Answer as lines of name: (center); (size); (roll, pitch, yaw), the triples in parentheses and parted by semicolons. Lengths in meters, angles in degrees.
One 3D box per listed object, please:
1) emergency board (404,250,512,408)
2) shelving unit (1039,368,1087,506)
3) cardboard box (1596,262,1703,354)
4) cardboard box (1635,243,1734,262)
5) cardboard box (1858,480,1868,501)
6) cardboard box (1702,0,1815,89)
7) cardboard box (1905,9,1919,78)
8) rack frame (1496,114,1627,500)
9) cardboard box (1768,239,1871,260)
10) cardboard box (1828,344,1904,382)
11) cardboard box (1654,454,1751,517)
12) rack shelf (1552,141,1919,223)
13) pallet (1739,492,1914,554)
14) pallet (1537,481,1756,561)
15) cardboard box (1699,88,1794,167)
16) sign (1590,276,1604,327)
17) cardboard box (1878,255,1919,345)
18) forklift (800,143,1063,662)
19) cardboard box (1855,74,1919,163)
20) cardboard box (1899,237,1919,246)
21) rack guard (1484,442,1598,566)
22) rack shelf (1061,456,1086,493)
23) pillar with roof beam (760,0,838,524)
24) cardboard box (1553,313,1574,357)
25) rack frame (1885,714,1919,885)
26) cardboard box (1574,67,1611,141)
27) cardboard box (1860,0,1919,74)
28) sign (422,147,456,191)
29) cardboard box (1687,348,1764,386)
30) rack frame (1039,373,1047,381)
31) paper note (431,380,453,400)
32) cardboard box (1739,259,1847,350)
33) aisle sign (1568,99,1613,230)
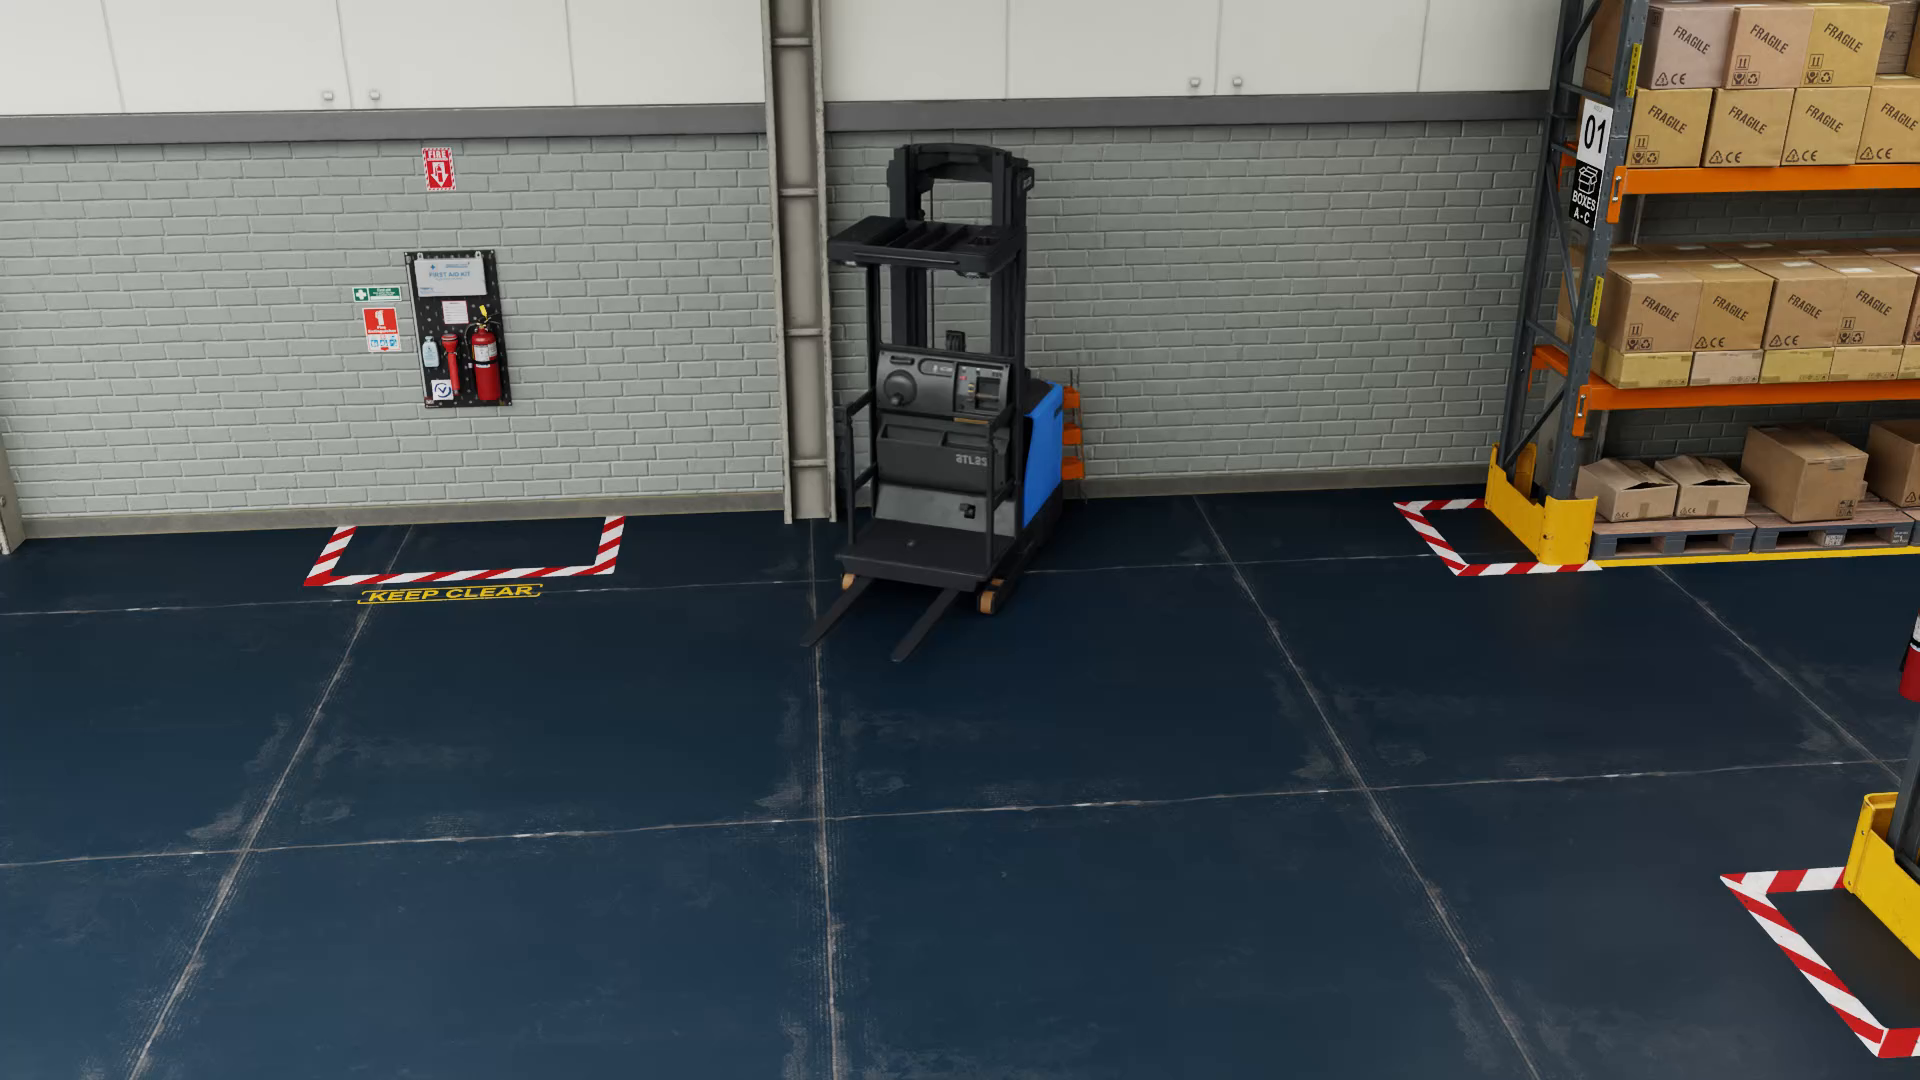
emergency board: (-3.607, -1.481, 11.948); (0.643, 1.169, 0.194); (-2, 24, -5)
shelving unit: (0.790, -0.765, 12.703); (0.252, 1.050, 0.215); (-9, 22, -9)
cardboard box: (4.720, -1.607, 11.468); (0.500, 0.500, 0.500); (-2, 24, -5)
cardboard box: (5.166, -1.830, 11.971); (0.500, 0.500, 0.500); (-2, 24, -4)
cardboard box: (6.603, -0.428, 12.548); (0.250, 0.149, 0.380); (-4, 24, -9)
cardboard box: (5.127, -3.225, 10.801); (0.500, 0.500, 0.500); (-3, 24, -6)
cardboard box: (6.661, -3.287, 10.941); (0.500, 0.500, 0.500); (-3, 24, -7)
rack frame: (4.216, -1.426, 11.825); (0.127, 3.000, 1.000); (-2, 24, -5)
cardboard box: (6.181, -1.872, 12.066); (0.500, 0.500, 0.500); (-2, 24, -4)
cardboard box: (6.259, -1.321, 11.750); (0.500, 0.250, 0.500); (-2, 24, -5)
cardboard box: (5.481, -0.412, 12.313); (0.500, 0.311, 0.500); (0, 24, -1)
rack shelf: (6.206, -2.548, 11.541); (4.000, 0.370, 1.077); (-2, 24, -5)
pallet: (6.315, -0.220, 12.546); (1.213, 0.211, 1.003); (-2, 24, -5)
pallet: (5.103, -0.173, 12.439); (1.213, 0.211, 1.003); (-2, 24, -5)
cardboard box: (5.111, -2.771, 11.010); (0.500, 0.500, 0.500); (-1, 24, -2)
sign: (4.269, -1.602, 11.156); (0.005, 0.325, 0.100); (-2, 24, -5)
cardboard box: (6.758, -1.687, 11.649); (0.500, 0.500, 0.500); (-3, 24, -7)
forklift: (-0.184, -1.023, 11.003); (1.130, 2.935, 3.031); (8, 25, 17)
cardboard box: (6.159, -2.823, 11.127); (0.500, 0.500, 0.500); (-1, 24, -2)
cardboard box: (7.193, -1.915, 12.163); (0.500, 0.500, 0.500); (-2, 24, -5)
rack guard: (4.291, -0.287, 12.339); (0.348, 0.500, 1.175); (-2, 24, -5)
rack shelf: (0.816, -0.498, 12.810); (0.240, 0.259, 0.215); (-9, 22, -9)
pillar with roof beam: (-0.720, -2.565, 7.002); (0.400, 9.000, 9.100); (-2, 24, -5)
cardboard box: (4.662, -1.463, 12.070); (0.500, 0.250, 0.500); (-2, 24, -4)
rack frame: (4.706, 0.576, 7.320); (0.127, 3.000, 1.000); (-2, 24, -5)
cardboard box: (4.606, -2.970, 11.459); (0.500, 0.500, 0.500); (-1, 24, -1)
cardboard box: (6.155, -3.485, 11.386); (0.500, 0.500, 0.500); (-2, 24, -5)
sign: (-3.624, -2.580, 11.567); (0.199, 0.298, 0.001); (-2, 24, -5)
cardboard box: (5.248, -1.284, 11.666); (0.500, 0.250, 0.500); (-3, 24, -7)
rack frame: (0.671, -0.746, 12.684); (0.008, 1.050, 0.200); (-9, 22, -9)
paper note: (-3.790, -1.099, 12.174); (0.142, 0.148, 0.016); (-2, 24, -5)
cardboard box: (5.728, -1.640, 11.544); (0.500, 0.500, 0.500); (-3, 24, -7)
aisle sign: (4.174, -2.490, 11.018); (0.004, 0.787, 0.394); (-2, 24, -5)
